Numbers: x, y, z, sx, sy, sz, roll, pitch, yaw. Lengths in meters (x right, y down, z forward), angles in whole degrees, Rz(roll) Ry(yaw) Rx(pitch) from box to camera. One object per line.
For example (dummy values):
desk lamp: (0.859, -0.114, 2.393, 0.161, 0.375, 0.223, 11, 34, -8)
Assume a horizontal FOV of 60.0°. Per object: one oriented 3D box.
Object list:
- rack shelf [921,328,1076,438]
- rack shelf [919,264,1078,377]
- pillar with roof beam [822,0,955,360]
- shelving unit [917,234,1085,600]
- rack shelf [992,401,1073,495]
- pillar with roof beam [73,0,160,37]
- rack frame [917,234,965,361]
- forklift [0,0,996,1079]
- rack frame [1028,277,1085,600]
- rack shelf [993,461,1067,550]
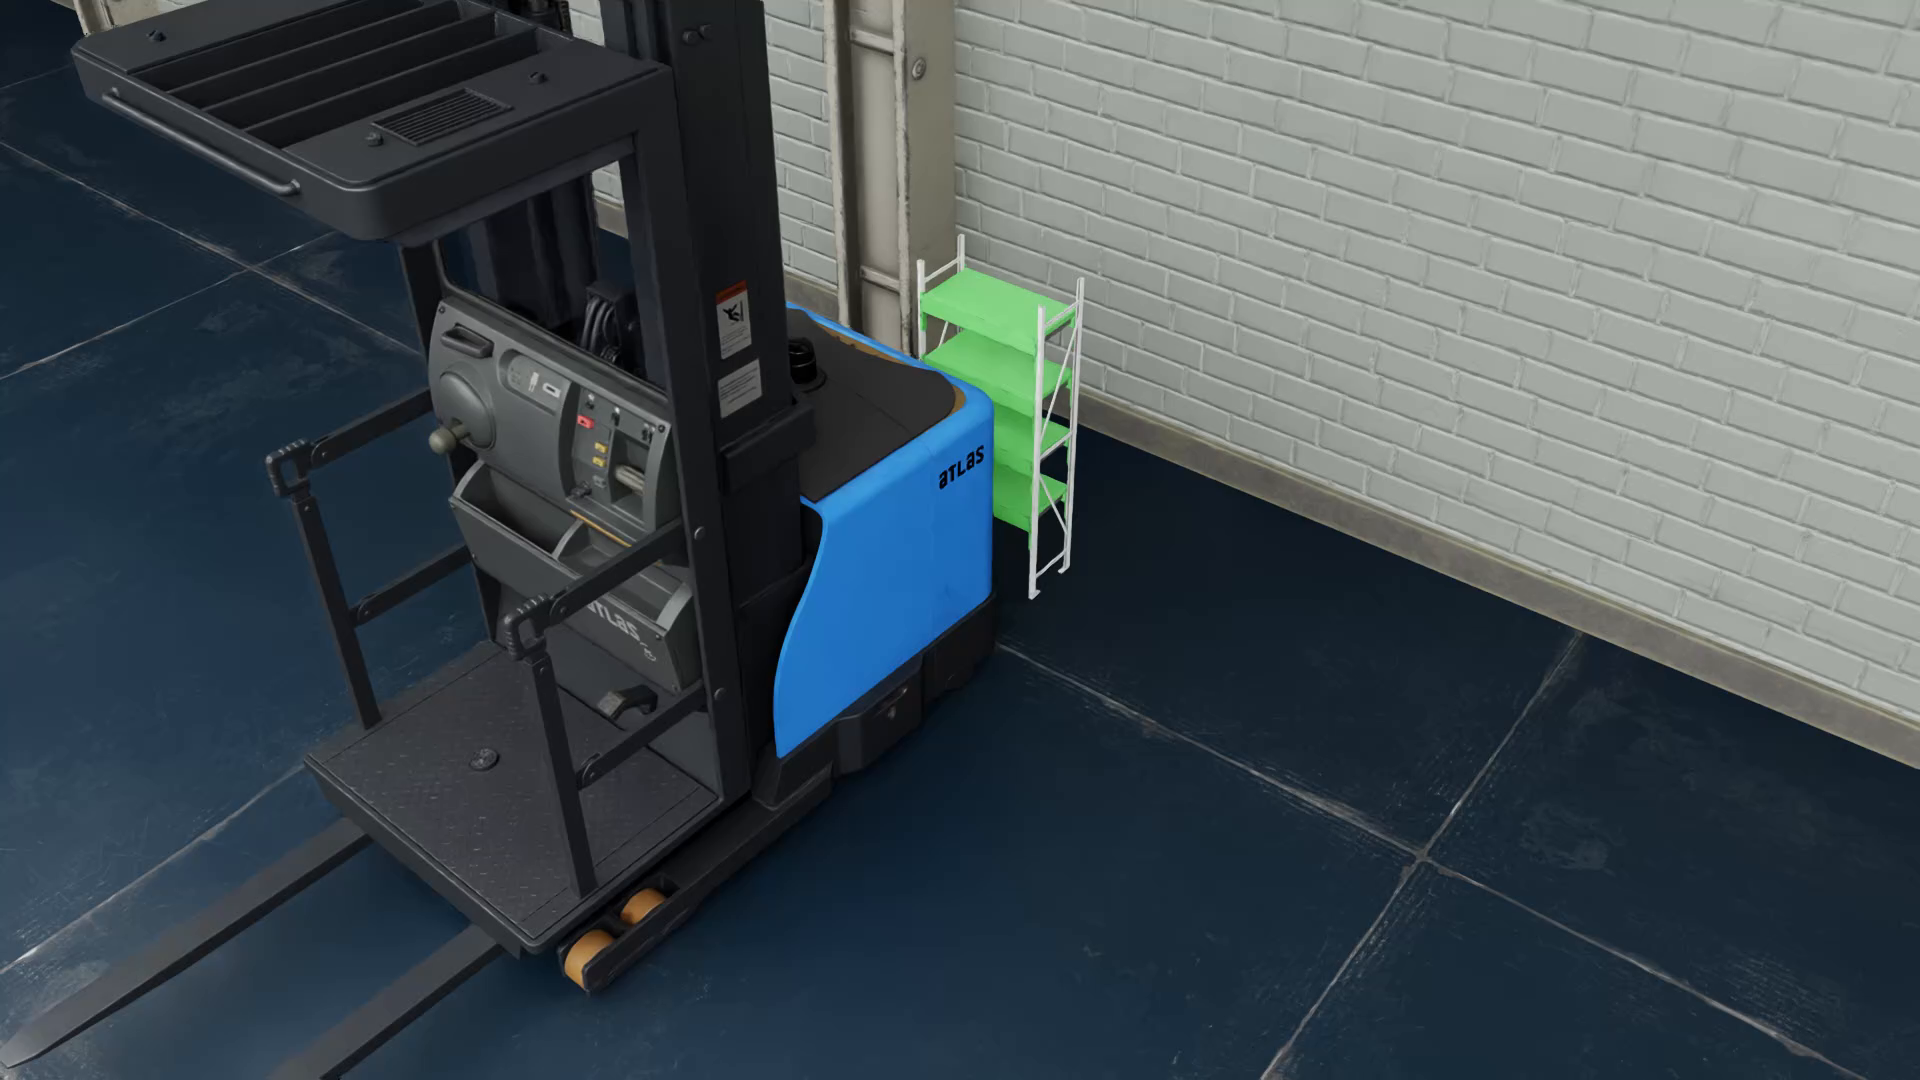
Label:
rack shelf: (0.131, -0.549, 5.692, 0.480, 0.148, 0.258, 25, 45, 29)
rack shelf: (0.131, -0.738, 5.544, 0.480, 0.148, 0.258, 25, 45, 29)
pillar with roof beam: (-2.883, -2.181, 1.736, 0.400, 9.000, 9.100, 25, 45, 29)
shelving unit: (0.131, -0.410, 5.801, 0.503, 1.200, 0.258, 25, 45, 29)
rack shelf: (0.131, -0.360, 5.840, 0.480, 0.148, 0.258, 25, 45, 29)
pillar with roof beam: (-7.648, -4.428, 4.606, 0.400, 9.000, 9.100, 25, 45, 29)
rack frame: (-0.062, -0.502, 5.918, 0.015, 1.200, 0.240, 25, 45, 29)
forklift: (-1.213, -0.251, 4.193, 1.130, 2.935, 3.031, 27, 46, 31)
rack frame: (0.325, -0.319, 5.684, 0.015, 1.200, 0.240, 25, 45, 29)
rack shelf: (0.131, -0.171, 5.988, 0.480, 0.148, 0.258, 25, 45, 29)
